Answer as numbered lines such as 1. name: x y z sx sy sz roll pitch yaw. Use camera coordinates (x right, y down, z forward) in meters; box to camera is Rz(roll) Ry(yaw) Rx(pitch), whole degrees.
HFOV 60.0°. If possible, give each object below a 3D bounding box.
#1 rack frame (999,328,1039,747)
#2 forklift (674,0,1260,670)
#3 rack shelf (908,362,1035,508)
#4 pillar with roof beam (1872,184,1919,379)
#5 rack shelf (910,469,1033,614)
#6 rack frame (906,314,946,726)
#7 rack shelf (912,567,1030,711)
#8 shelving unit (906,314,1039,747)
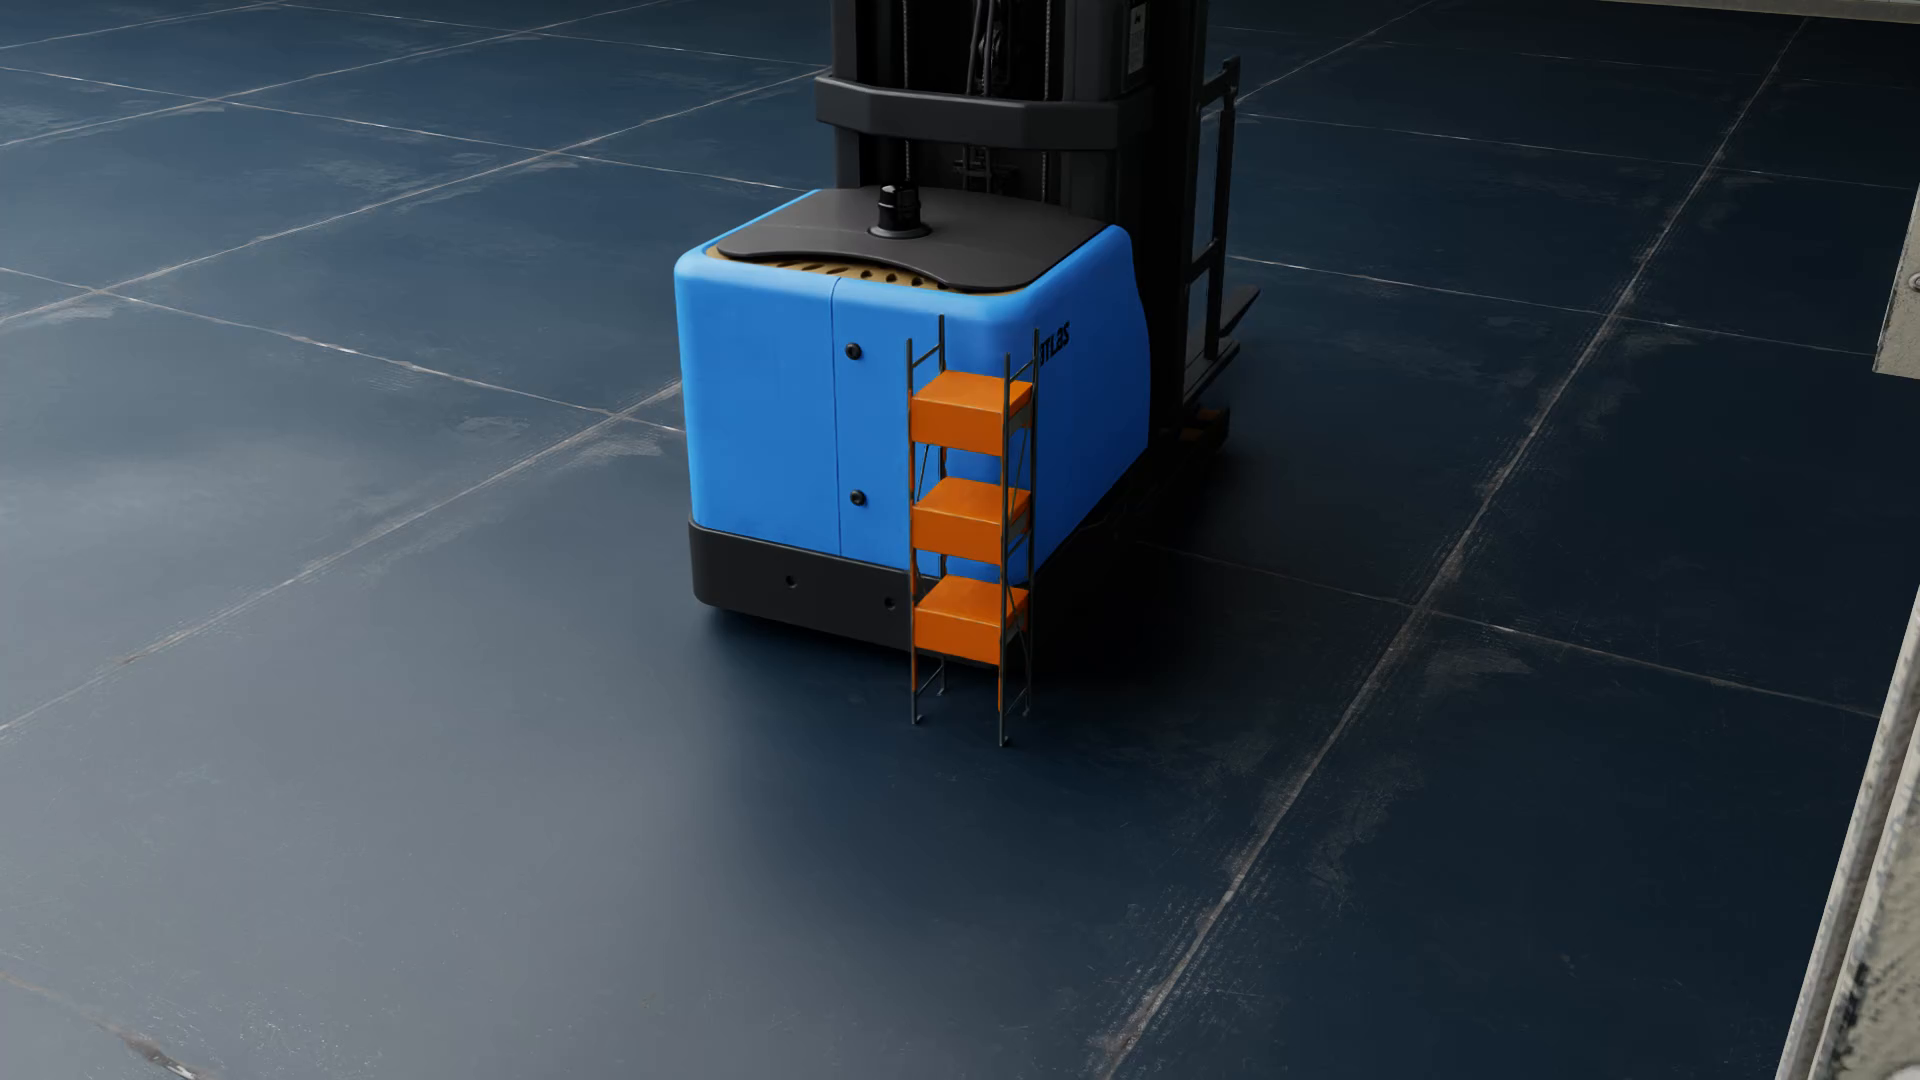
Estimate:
1. rack frame: 0.143 0.012 4.052 0.008 1.050 0.200 11 29 21
2. forklift: 0.301 -1.600 5.171 1.130 2.935 3.031 11 29 22
3. rack shelf: 0.031 -0.254 3.974 0.240 0.259 0.215 11 29 21
4. pillar with roof beam: 0.094 -5.682 6.547 9.100 9.000 0.400 14 30 26
5. rack shelf: 0.031 0.000 4.101 0.240 0.259 0.215 11 29 21
6. rack frame: -0.081 -0.031 4.140 0.008 1.050 0.200 11 29 21
7. rack shelf: 0.031 0.249 4.225 0.240 0.259 0.215 11 29 21
8. shelving unit: 0.031 -0.009 4.096 0.252 1.050 0.215 11 29 21
